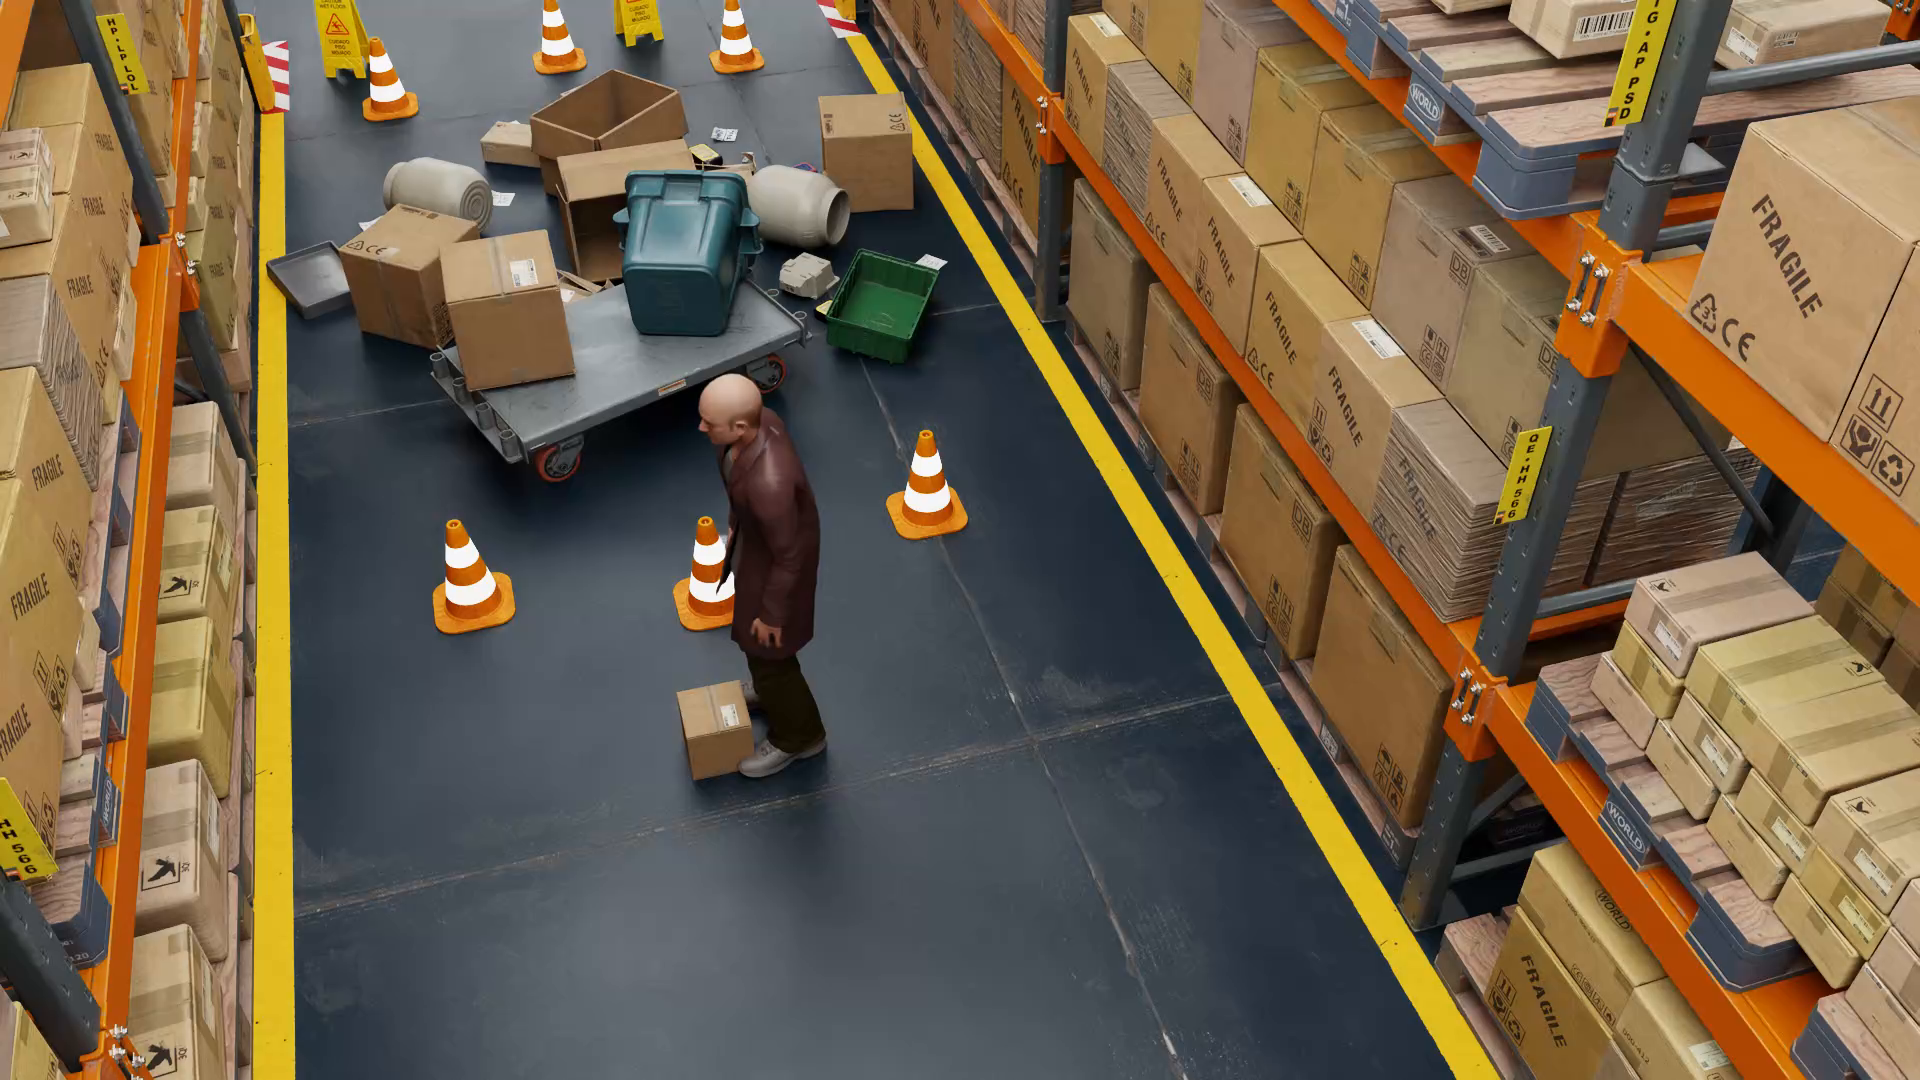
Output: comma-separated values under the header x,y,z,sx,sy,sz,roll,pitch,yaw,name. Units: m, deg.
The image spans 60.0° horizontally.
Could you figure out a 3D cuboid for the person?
x,y,z,sx,sy,sz,roll,pitch,yaw,name
-0.717,0.114,6.043,0.427,1.774,0.644,-12,43,-13,person
